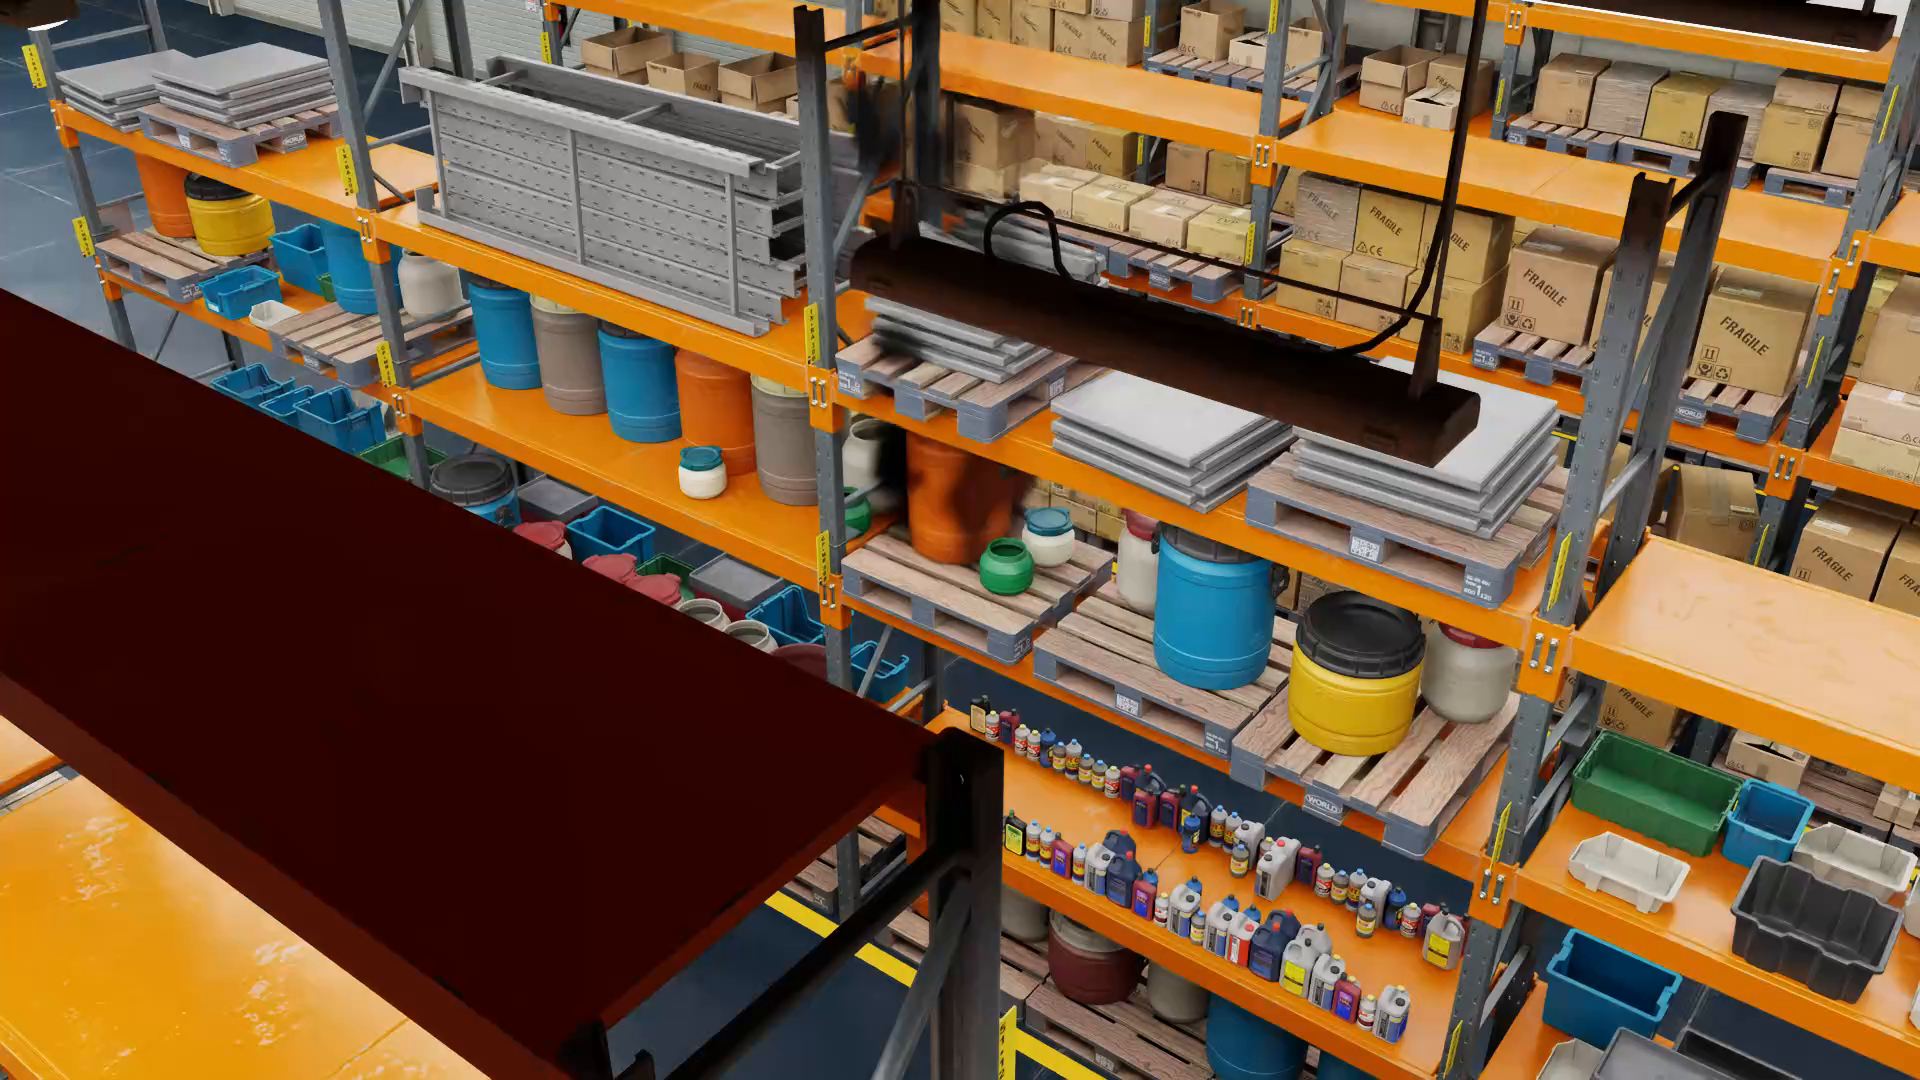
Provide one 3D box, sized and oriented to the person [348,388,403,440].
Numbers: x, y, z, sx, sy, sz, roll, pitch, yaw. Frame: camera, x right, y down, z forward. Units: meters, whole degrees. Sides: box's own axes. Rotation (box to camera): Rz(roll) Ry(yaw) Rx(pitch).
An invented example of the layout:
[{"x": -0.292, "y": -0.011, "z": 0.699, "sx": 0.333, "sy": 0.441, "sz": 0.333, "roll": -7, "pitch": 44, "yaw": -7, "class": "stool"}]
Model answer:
[{"x": -5.591, "y": -1.389, "z": 15.893, "sx": 0.685, "sy": 1.741, "sz": 0.742, "roll": 25, "pitch": 39, "yaw": 34, "class": "person"}]
